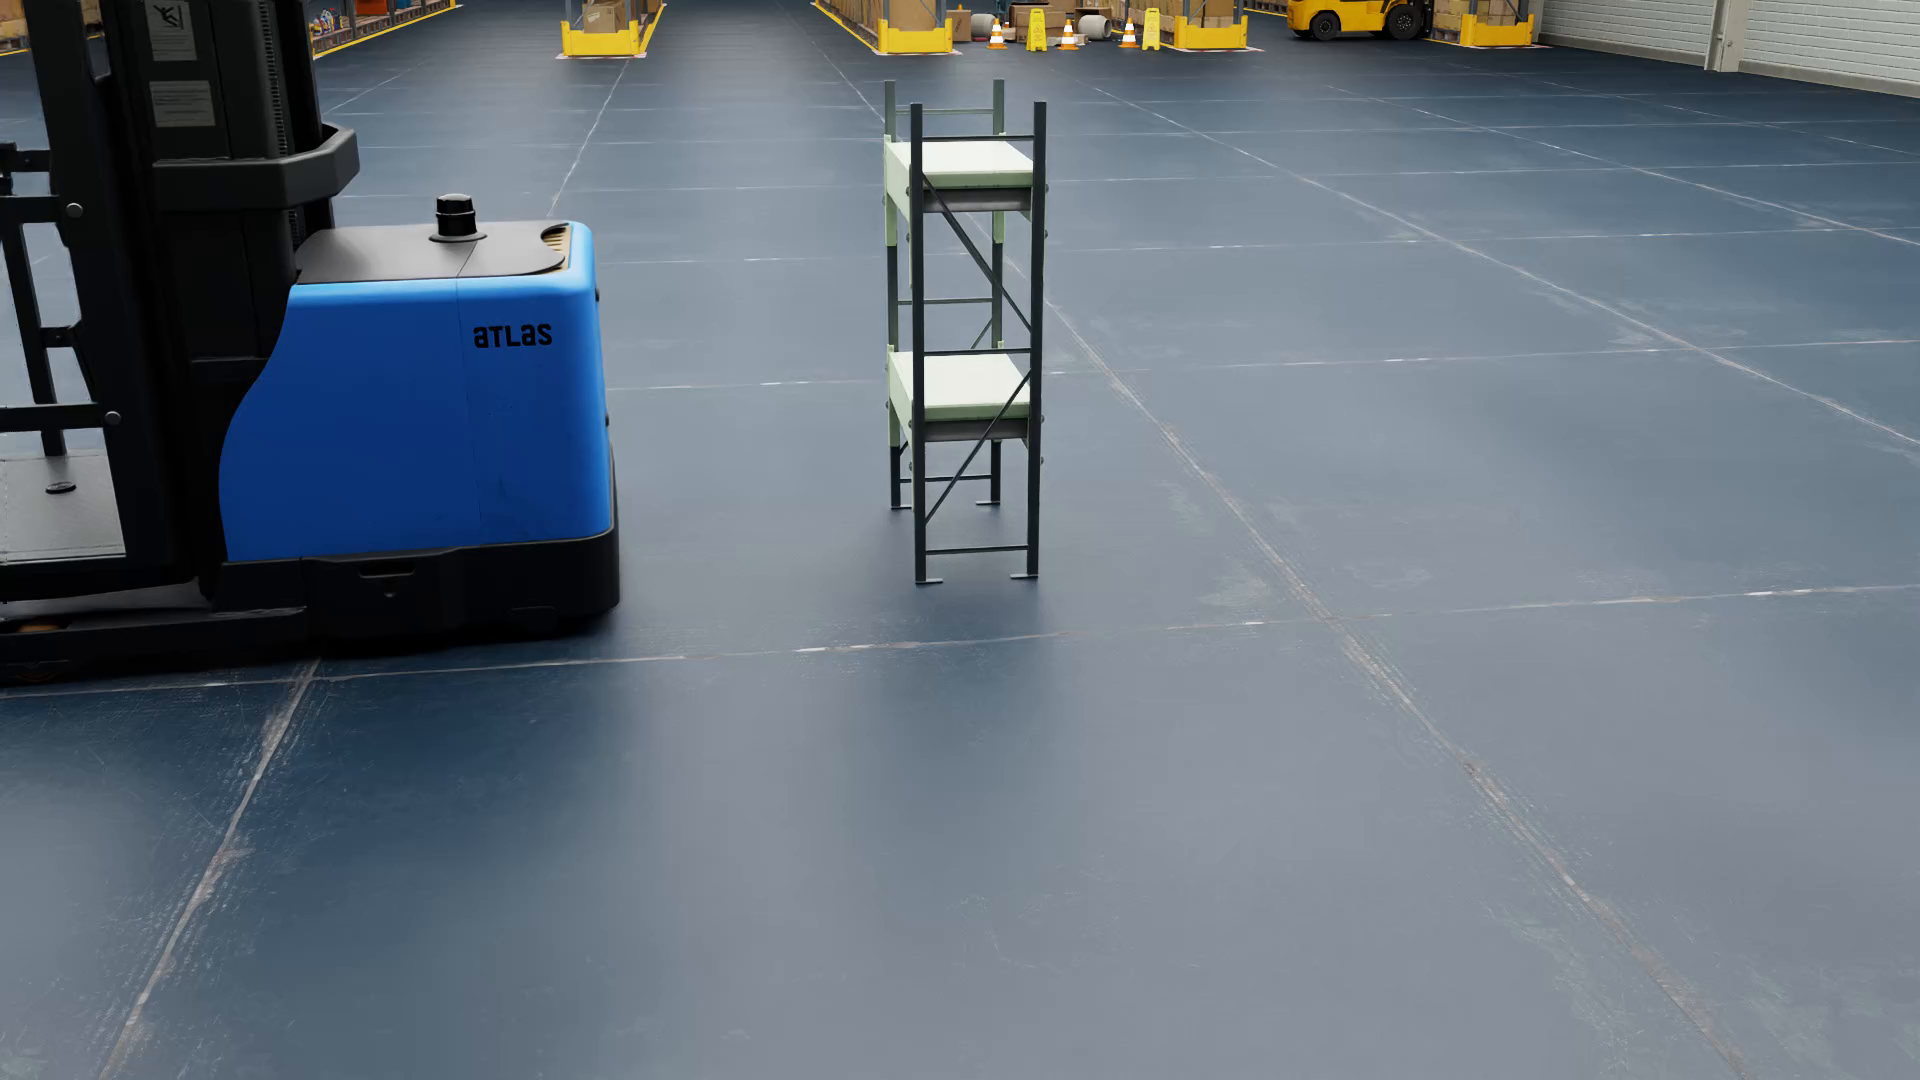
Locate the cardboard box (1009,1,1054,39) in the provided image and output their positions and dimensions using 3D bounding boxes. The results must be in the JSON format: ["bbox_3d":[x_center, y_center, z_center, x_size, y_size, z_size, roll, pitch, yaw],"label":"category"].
[{"bbox_3d":[1.261,-9.256,29.586,0.797,0.637,0.503,-3,21,-8],"label":"cardboard box"}]

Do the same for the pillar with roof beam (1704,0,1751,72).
[{"bbox_3d":[6.470,-10.612,21.269,9.100,9.000,0.400,-3,21,-8],"label":"pillar with roof beam"}]

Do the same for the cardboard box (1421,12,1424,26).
[{"bbox_3d":[8.470,-9.390,29.901,0.500,0.250,0.500,-2,21,-6],"label":"cardboard box"}]

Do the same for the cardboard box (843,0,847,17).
[{"bbox_3d":[-1.747,-10.669,32.608,1.050,0.750,0.750,-3,21,-7],"label":"cardboard box"}]

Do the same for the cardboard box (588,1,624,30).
[{"bbox_3d":[-5.909,-8.724,27.760,0.500,0.500,0.500,-1,21,-3],"label":"cardboard box"}]

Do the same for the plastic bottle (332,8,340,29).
[{"bbox_3d":[-10.744,-8.950,28.550,0.144,0.351,0.185,-3,21,-9],"label":"plastic bottle"}]

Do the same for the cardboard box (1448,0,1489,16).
[{"bbox_3d":[8.694,-9.106,28.424,0.500,0.250,0.500,-3,21,-8],"label":"cardboard box"}]

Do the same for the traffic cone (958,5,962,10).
[{"bbox_3d":[0.003,-10.011,31.858,0.336,0.463,0.334,-3,21,-8],"label":"traffic cone"}]

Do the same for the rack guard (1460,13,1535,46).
[{"bbox_3d":[9.077,-8.631,28.110,1.175,0.500,0.348,-3,21,-8],"label":"rack guard"}]

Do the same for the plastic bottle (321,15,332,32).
[{"bbox_3d":[-10.650,-8.681,27.935,0.152,0.276,0.135,-3,21,-7],"label":"plastic bottle"}]

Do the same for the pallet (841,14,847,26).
[{"bbox_3d":[-1.836,-10.461,33.422,1.003,0.211,1.213,-3,21,-8],"label":"pallet"}]

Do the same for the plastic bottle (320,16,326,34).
[{"bbox_3d":[-10.562,-8.534,27.547,0.097,0.271,0.097,0,20,0],"label":"plastic bottle"}]

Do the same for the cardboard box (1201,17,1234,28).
[{"bbox_3d":[4.319,-8.760,28.214,0.500,0.250,0.500,-3,21,-8],"label":"cardboard box"}]

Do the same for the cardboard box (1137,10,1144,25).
[{"bbox_3d":[3.491,-9.450,30.060,0.500,0.250,0.500,-2,21,-5],"label":"cardboard box"}]

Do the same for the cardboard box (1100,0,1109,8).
[{"bbox_3d":[3.298,-10.580,32.911,0.950,0.372,0.625,-2,21,-6],"label":"cardboard box"}]

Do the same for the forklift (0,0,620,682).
[{"bbox_3d":[-2.596,-1.164,4.642,3.031,2.935,1.130,-4,21,-11],"label":"forklift"}]

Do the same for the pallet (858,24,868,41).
[{"bbox_3d":[-1.266,-9.085,29.739,1.003,0.211,1.213,-3,21,-8],"label":"pallet"}]

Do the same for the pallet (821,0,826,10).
[{"bbox_3d":[-2.762,-12.776,39.622,1.003,0.211,1.213,-3,21,-8],"label":"pallet"}]

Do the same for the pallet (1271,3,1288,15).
[{"bbox_3d":[7.677,-11.955,37.424,1.003,0.211,1.213,-3,21,-8],"label":"pallet"}]

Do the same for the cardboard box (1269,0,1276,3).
[{"bbox_3d":[7.345,-12.455,37.748,0.500,0.500,0.500,-4,21,-9],"label":"cardboard box"}]

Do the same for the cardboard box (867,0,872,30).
[{"bbox_3d":[-1.143,-9.327,28.837,0.875,0.875,0.875,-3,21,-7],"label":"cardboard box"}]

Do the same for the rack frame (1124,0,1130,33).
[{"bbox_3d":[3.585,-10.943,30.729,1.000,3.000,0.127,-3,21,-8],"label":"rack frame"}]

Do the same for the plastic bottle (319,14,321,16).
[{"bbox_3d":[-10.768,-8.727,28.047,0.061,0.283,0.133,-3,21,-8],"label":"plastic bottle"}]

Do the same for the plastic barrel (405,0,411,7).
[{"bbox_3d":[-12.214,-11.988,35.925,0.600,0.901,0.708,-3,21,-8],"label":"plastic barrel"}]

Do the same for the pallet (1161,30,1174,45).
[{"bbox_3d":[4.069,-8.561,28.337,1.003,0.211,1.213,-3,21,-8],"label":"pallet"}]

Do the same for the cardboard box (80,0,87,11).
[{"bbox_3d":[-15.980,-9.625,29.727,0.500,0.311,0.500,-4,21,-10],"label":"cardboard box"}]

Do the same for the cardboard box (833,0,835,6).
[{"bbox_3d":[-2.529,-12.002,36.536,0.500,0.500,0.500,-2,21,-5],"label":"cardboard box"}]

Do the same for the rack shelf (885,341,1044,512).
[{"bbox_3d":[0.001,-0.395,5.562,0.431,0.370,0.720,-3,21,-8],"label":"rack shelf"}]

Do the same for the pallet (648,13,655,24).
[{"bbox_3d":[-6.837,-10.799,34.328,1.003,0.211,1.213,-3,21,-8],"label":"pallet"}]

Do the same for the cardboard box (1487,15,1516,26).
[{"bbox_3d":[9.196,-8.899,28.584,0.500,0.250,0.500,-3,21,-8],"label":"cardboard box"}]

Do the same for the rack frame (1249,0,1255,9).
[{"bbox_3d":[7.344,-13.965,38.819,1.000,3.000,0.127,-3,21,-8],"label":"rack frame"}]

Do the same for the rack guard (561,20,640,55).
[{"bbox_3d":[-5.655,-7.914,26.190,1.175,0.500,0.348,-3,21,-8],"label":"rack guard"}]

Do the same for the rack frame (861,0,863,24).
[{"bbox_3d":[-1.298,-10.659,29.967,1.000,3.000,0.127,-3,21,-8],"label":"rack frame"}]

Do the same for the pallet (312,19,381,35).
[{"bbox_3d":[-11.453,-9.581,31.066,1.003,0.211,1.213,-3,21,-8],"label":"pallet"}]

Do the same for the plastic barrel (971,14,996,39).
[{"bbox_3d":[0.383,-9.136,29.573,0.512,0.421,0.421,12,24,30],"label":"plastic barrel"}]

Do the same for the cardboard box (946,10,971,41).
[{"bbox_3d":[-0.059,-9.003,29.103,0.500,0.500,0.500,1,20,2],"label":"cardboard box"}]

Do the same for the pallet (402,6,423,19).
[{"bbox_3d":[-12.205,-11.388,35.905,1.003,0.211,1.213,-3,21,-8],"label":"pallet"}]

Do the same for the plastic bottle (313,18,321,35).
[{"bbox_3d":[-10.499,-8.380,27.137,0.097,0.271,0.097,0,20,0],"label":"plastic bottle"}]

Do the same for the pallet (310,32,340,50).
[{"bbox_3d":[-10.888,-8.229,27.448,1.003,0.211,1.213,-3,21,-8],"label":"pallet"}]

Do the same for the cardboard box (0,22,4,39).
[{"bbox_3d":[-15.452,-8.012,26.210,0.500,0.250,0.500,-3,21,-8],"label":"cardboard box"}]

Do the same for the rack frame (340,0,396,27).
[{"bbox_3d":[-11.699,-11.579,32.430,1.000,3.000,0.127,-3,21,-8],"label":"rack frame"}]

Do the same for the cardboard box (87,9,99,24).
[{"bbox_3d":[-16.060,-9.538,30.297,0.500,0.250,0.500,-3,21,-7],"label":"cardboard box"}]

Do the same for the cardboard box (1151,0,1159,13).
[{"bbox_3d":[3.644,-9.438,28.957,0.500,0.500,0.500,-3,21,-9],"label":"cardboard box"}]

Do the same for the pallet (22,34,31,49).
[{"bbox_3d":[-15.951,-8.361,27.801,1.003,0.211,1.213,-3,21,-8],"label":"pallet"}]

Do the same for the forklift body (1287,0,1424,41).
[{"bbox_3d":[6.995,-9.977,29.355,2.313,2.155,1.214,-3,21,-8],"label":"forklift body"}]

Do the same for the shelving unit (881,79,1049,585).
[{"bbox_3d":[0.001,-0.700,5.448,0.431,1.500,0.755,-3,21,-8],"label":"shelving unit"}]
